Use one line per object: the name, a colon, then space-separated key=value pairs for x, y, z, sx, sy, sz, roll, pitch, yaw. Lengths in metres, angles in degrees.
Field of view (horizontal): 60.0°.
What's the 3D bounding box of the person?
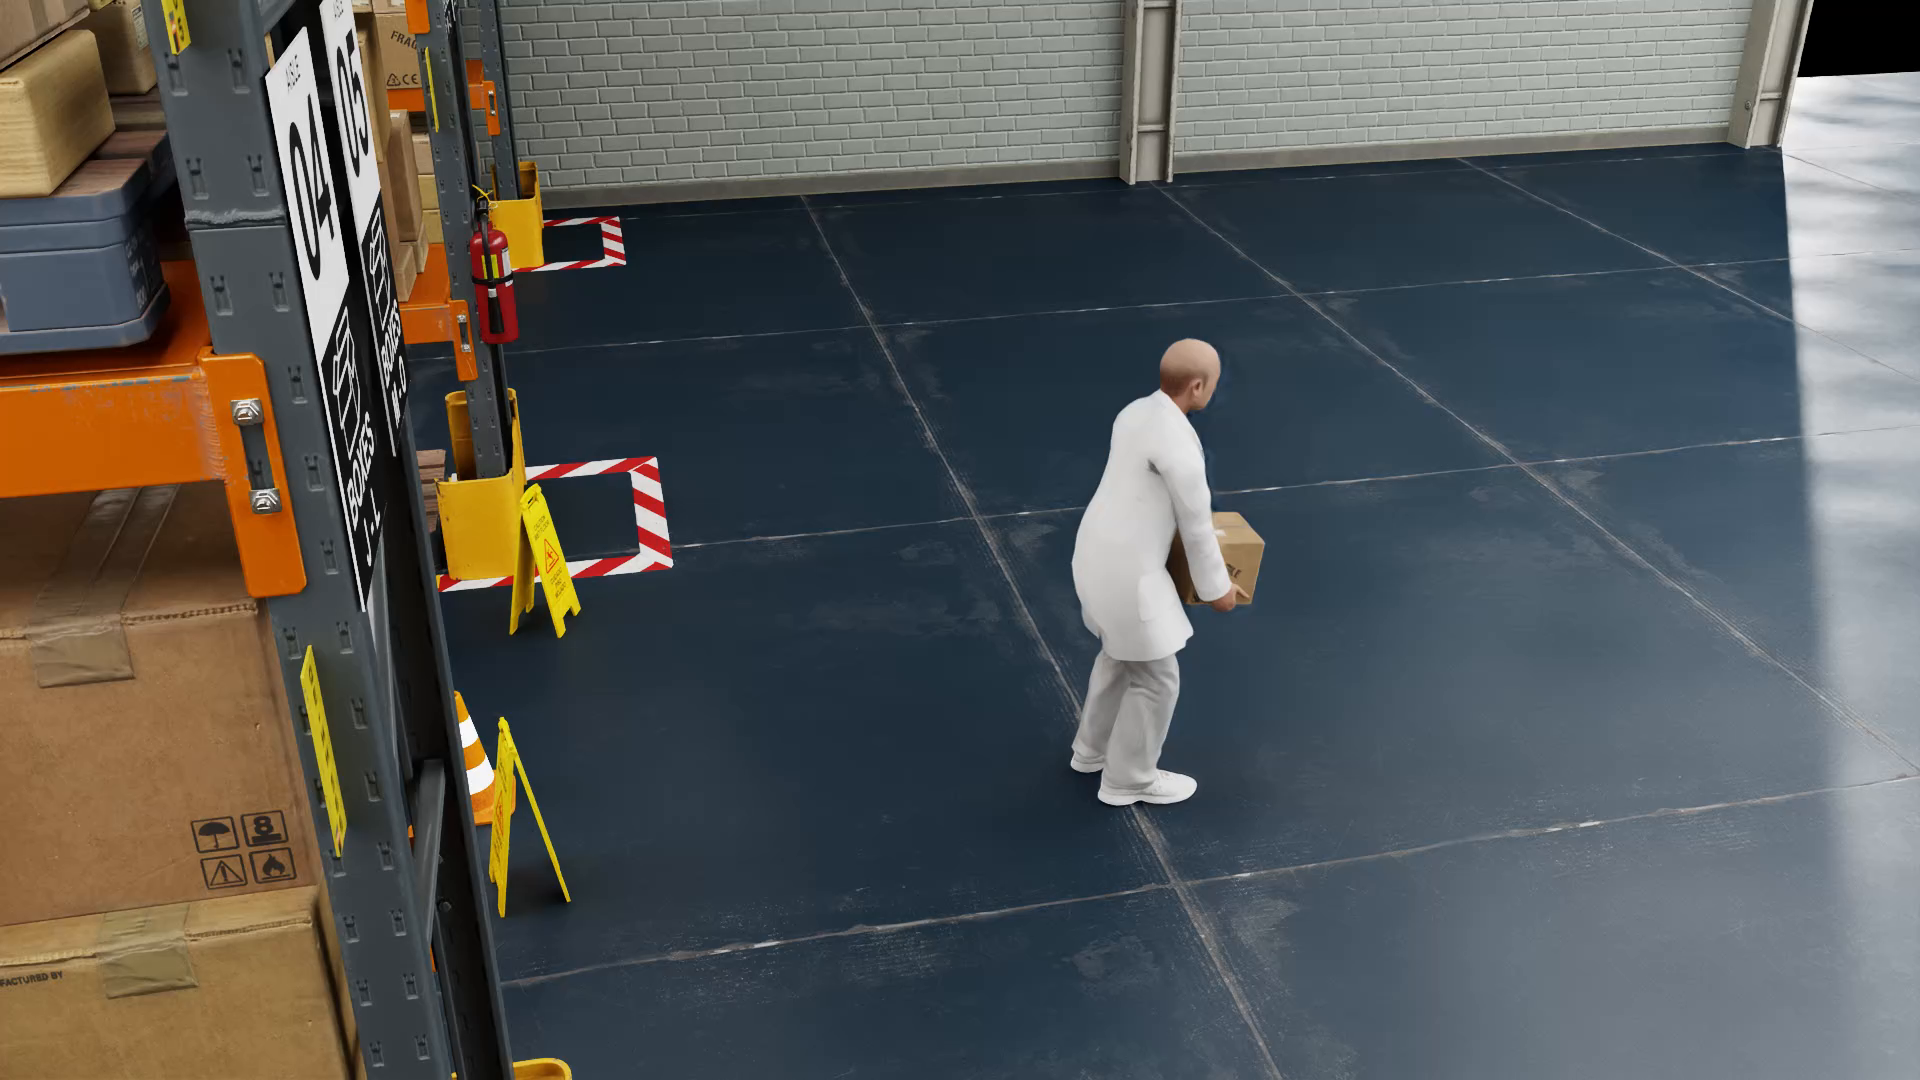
person: x=0.702 y=0.205 z=5.964 sx=0.600 sy=1.566 sz=0.534 roll=-6 pitch=27 yaw=-13
